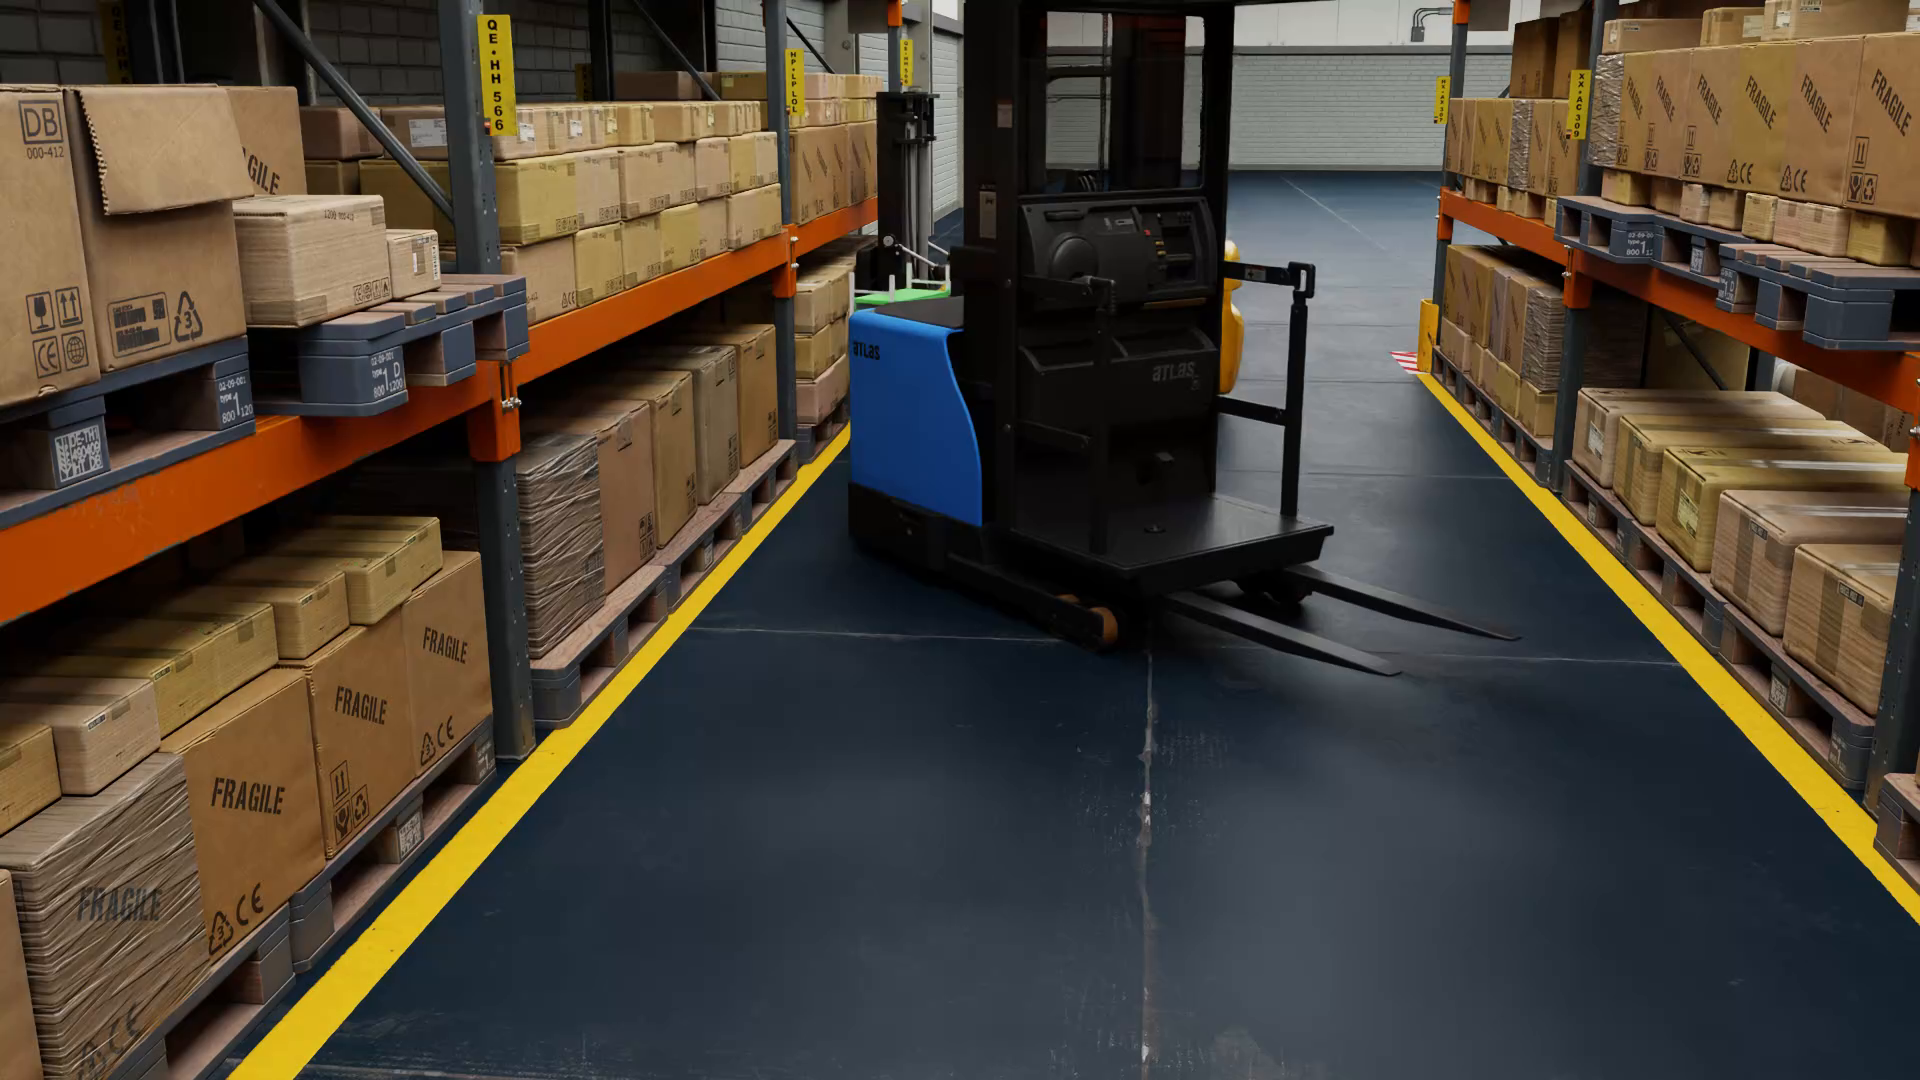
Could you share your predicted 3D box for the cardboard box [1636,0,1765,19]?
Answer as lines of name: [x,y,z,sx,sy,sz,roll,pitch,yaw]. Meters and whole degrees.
cardboard box: [3.812,-2.465,8.354,0.700,0.500,0.500,2,15,6]

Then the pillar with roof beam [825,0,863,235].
pillar with roof beam: [3.047,-7.037,16.446,9.100,9.000,0.400,2,15,6]

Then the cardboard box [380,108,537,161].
cardboard box: [-1.508,-1.226,5.015,0.380,0.149,0.250,2,15,8]

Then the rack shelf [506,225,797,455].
rack shelf: [-1.611,-0.962,6.851,1.077,0.370,4.000,2,15,6]

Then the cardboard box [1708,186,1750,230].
cardboard box: [2.995,-1.223,6.115,0.380,0.149,0.250,1,15,4]

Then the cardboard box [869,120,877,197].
cardboard box: [-0.796,-2.644,11.502,0.500,0.500,0.500,2,15,8]

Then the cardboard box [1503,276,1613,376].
cardboard box: [3.403,-1.213,9.429,0.500,0.500,0.500,2,15,7]

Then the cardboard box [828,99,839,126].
cardboard box: [-0.926,-2.530,9.836,0.380,0.149,0.250,2,15,6]

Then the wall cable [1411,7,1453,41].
wall cable: [12.555,-15.471,41.123,2.305,6.003,0.169,2,15,6]

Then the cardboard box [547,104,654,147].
cardboard box: [-1.373,-1.561,6.254,0.380,0.149,0.250,2,15,7]

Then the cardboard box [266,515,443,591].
cardboard box: [-1.640,0.036,4.524,0.380,0.149,0.250,1,15,4]

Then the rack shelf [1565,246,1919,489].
rack shelf: [3.322,-0.817,6.314,1.077,0.370,4.000,2,15,6]

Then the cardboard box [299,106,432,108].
cardboard box: [-1.992,-1.379,5.580,0.380,0.149,0.250,2,15,6]

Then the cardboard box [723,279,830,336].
cardboard box: [-1.019,-1.302,9.279,0.500,0.250,0.500,1,15,5]

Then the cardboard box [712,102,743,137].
cardboard box: [-1.192,-1.893,7.481,0.380,0.149,0.250,1,15,5]

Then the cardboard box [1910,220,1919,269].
cardboard box: [2.899,-0.819,4.620,0.380,0.149,0.250,2,15,8]

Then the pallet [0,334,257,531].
pallet: [-2.051,-0.193,2.998,1.003,0.211,1.213,2,15,6]

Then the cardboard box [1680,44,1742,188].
cardboard box: [3.037,-1.573,6.166,0.500,0.500,0.500,1,15,4]

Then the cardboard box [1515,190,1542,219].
cardboard box: [3.392,-1.917,9.488,0.380,0.149,0.250,1,15,5]

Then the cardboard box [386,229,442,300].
cardboard box: [-1.529,-0.690,4.145,0.380,0.149,0.250,2,15,7]

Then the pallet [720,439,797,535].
pallet: [-1.429,-0.290,8.329,1.003,0.211,1.213,2,15,6]

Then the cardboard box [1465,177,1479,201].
cardboard box: [3.555,-2.320,10.977,0.380,0.149,0.250,2,15,7]

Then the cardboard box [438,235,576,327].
cardboard box: [-1.544,-0.826,5.257,0.500,0.250,0.500,2,15,6]

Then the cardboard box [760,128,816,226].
cardboard box: [-1.076,-1.984,9.060,0.500,0.500,0.500,1,15,5]

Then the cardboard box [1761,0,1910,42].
cardboard box: [3.000,-1.786,5.710,0.380,0.149,0.250,1,15,4]

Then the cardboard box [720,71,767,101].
cardboard box: [-1.054,-2.407,8.812,0.380,0.149,0.250,2,15,7]

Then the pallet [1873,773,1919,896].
pallet: [2.932,0.903,3.918,1.003,0.211,1.213,2,15,6]

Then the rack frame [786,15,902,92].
rack frame: [-0.934,-2.865,12.512,1.000,3.000,0.127,2,15,6]

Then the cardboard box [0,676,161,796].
cardboard box: [-1.818,0.379,3.256,0.380,0.149,0.250,1,15,4]

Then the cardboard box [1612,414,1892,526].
cardboard box: [3.413,-0.294,7.233,0.950,0.372,0.625,3,15,10]

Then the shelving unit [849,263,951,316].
shelving unit: [-0.275,-0.681,7.881,0.258,1.200,0.503,9,17,30]

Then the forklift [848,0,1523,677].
forklift: [0.755,-1.147,6.288,1.130,2.935,3.031,-10,18,-34]

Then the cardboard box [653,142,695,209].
cardboard box: [-1.376,-1.466,6.665,0.500,0.250,0.500,2,15,7]

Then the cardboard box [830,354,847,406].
cardboard box: [-0.960,-0.951,9.896,0.500,0.250,0.500,1,15,5]

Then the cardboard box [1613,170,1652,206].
cardboard box: [3.134,-1.566,7.382,0.380,0.149,0.250,2,15,7]

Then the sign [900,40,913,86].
sign: [-0.396,-3.519,12.258,0.100,0.325,0.005,2,15,6]

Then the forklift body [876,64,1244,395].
forklift body: [0.665,-1.910,10.605,2.313,2.155,1.214,2,15,6]

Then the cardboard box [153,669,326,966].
cardboard box: [-1.794,0.595,3.700,0.500,0.500,0.500,2,15,9]

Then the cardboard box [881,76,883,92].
cardboard box: [-0.765,-3.271,12.009,0.380,0.149,0.250,2,15,6]

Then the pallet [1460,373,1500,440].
pallet: [3.723,-0.829,10.324,1.003,0.211,1.213,2,15,6]

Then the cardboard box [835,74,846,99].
cardboard box: [-0.932,-2.873,10.537,0.380,0.149,0.250,2,15,7]

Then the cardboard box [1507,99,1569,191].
cardboard box: [3.456,-2.266,9.532,0.500,0.500,0.500,2,15,8]

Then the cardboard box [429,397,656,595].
cardboard box: [-1.687,-0.178,6.318,0.875,0.625,0.625,2,15,8]

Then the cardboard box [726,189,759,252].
cardboard box: [-1.233,-1.487,7.700,0.500,0.250,0.500,2,15,6]

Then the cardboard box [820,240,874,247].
cardboard box: [-0.728,-1.962,11.720,0.500,0.250,0.500,2,15,7]

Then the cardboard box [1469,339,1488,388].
cardboard box: [3.519,-1.120,10.522,0.500,0.250,0.500,3,15,10]
